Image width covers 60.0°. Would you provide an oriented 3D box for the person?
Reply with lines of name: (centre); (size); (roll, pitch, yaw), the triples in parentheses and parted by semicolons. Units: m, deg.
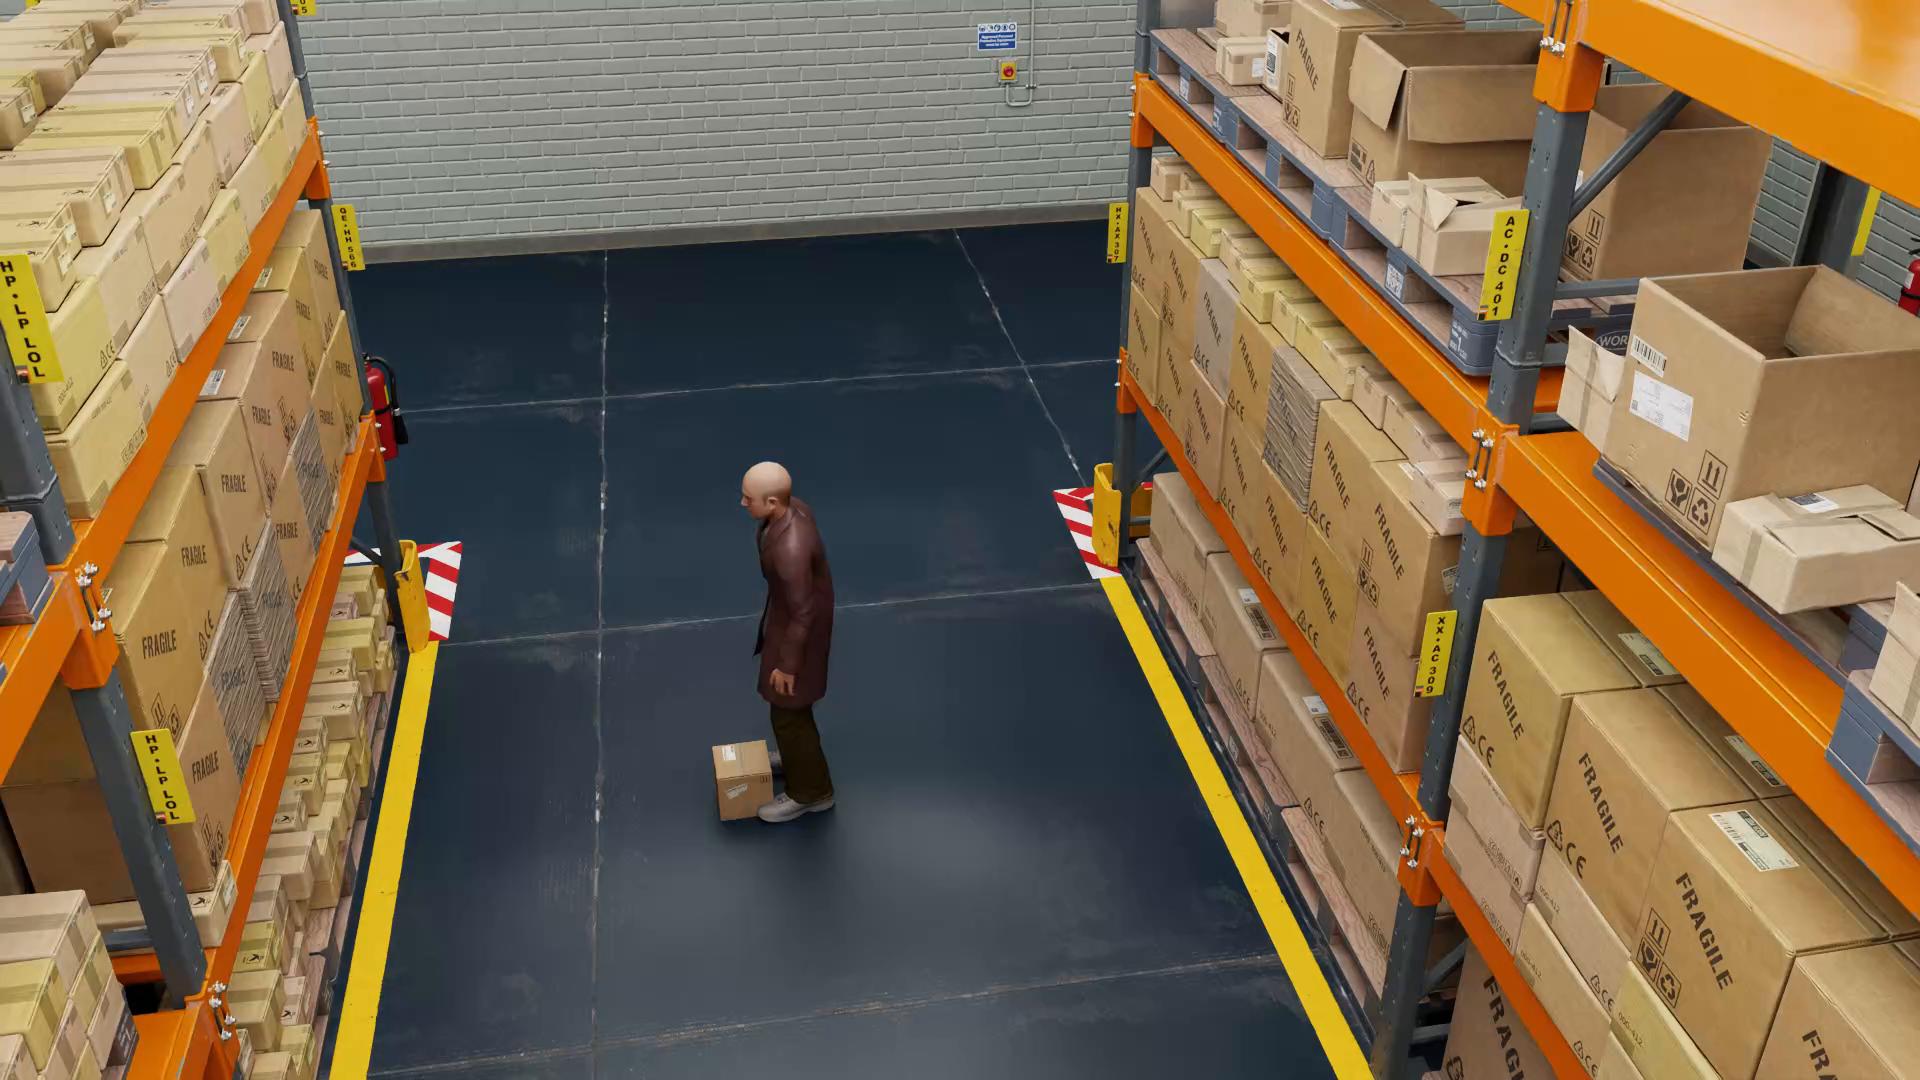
person: (-0.768, 0.435, 7.412); (0.426, 1.774, 0.644); (-5, 31, -9)
